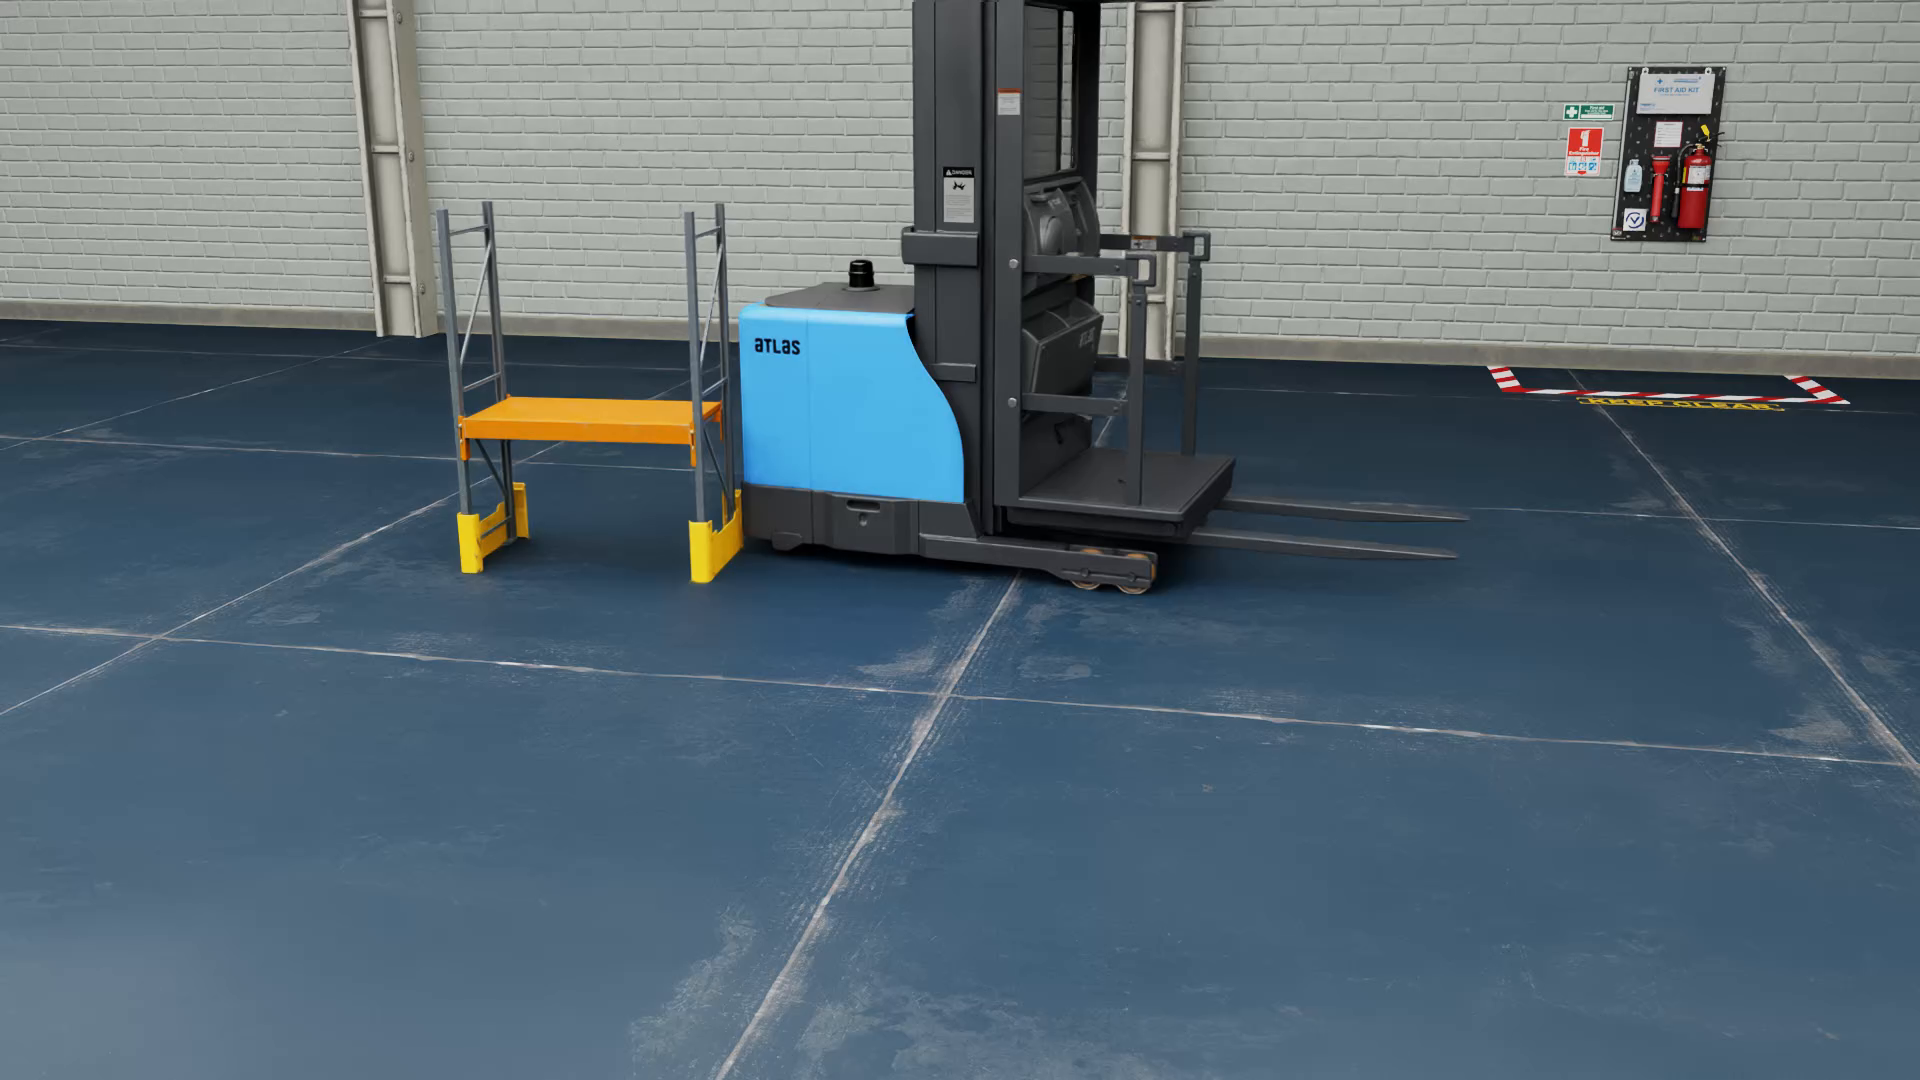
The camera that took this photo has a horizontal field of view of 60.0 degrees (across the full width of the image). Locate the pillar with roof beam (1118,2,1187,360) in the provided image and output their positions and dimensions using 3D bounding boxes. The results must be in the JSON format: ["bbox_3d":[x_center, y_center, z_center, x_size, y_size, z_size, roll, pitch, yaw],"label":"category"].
[{"bbox_3d":[0.531,-4.567,7.123,0.400,9.000,9.100,3,16,11],"label":"pillar with roof beam"}]

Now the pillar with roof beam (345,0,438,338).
[{"bbox_3d":[-5.349,-4.886,8.276,0.400,9.000,9.100,3,16,11],"label":"pillar with roof beam"}]

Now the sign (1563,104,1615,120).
[{"bbox_3d":[4.336,-2.951,11.467,0.331,0.109,0.001,3,16,11],"label":"sign"}]

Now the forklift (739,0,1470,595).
[{"bbox_3d":[0.614,-1.351,6.879,3.031,2.935,1.130,6,16,19],"label":"forklift"}]

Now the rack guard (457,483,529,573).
[{"bbox_3d":[-2.026,-0.059,7.237,0.087,0.250,0.587,2,16,7],"label":"rack guard"}]

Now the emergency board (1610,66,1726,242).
[{"bbox_3d":[4.854,-2.625,11.348,0.643,1.169,0.194,3,16,11],"label":"emergency board"}]

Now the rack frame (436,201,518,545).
[{"bbox_3d":[-2.045,-0.662,7.073,0.032,1.500,0.500,2,16,7],"label":"rack frame"}]

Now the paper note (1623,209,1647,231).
[{"bbox_3d":[4.695,-2.228,11.565,0.142,0.148,0.016,3,16,11],"label":"paper note"}]

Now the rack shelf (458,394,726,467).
[{"bbox_3d":[-1.541,-0.472,7.060,1.000,0.185,0.538,2,16,7],"label":"rack shelf"}]

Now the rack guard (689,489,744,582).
[{"bbox_3d":[-1.038,-0.026,7.118,0.087,0.250,0.587,2,16,7],"label":"rack guard"}]

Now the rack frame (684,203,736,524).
[{"bbox_3d":[-1.036,-0.628,6.951,0.032,1.500,0.500,2,16,7],"label":"rack frame"}]

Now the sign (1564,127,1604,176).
[{"bbox_3d":[4.333,-2.698,11.547,0.234,0.329,0.001,3,16,11],"label":"sign"}]

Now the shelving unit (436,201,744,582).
[{"bbox_3d":[-1.532,-0.645,7.011,1.083,1.500,0.587,2,16,7],"label":"shelving unit"}]
